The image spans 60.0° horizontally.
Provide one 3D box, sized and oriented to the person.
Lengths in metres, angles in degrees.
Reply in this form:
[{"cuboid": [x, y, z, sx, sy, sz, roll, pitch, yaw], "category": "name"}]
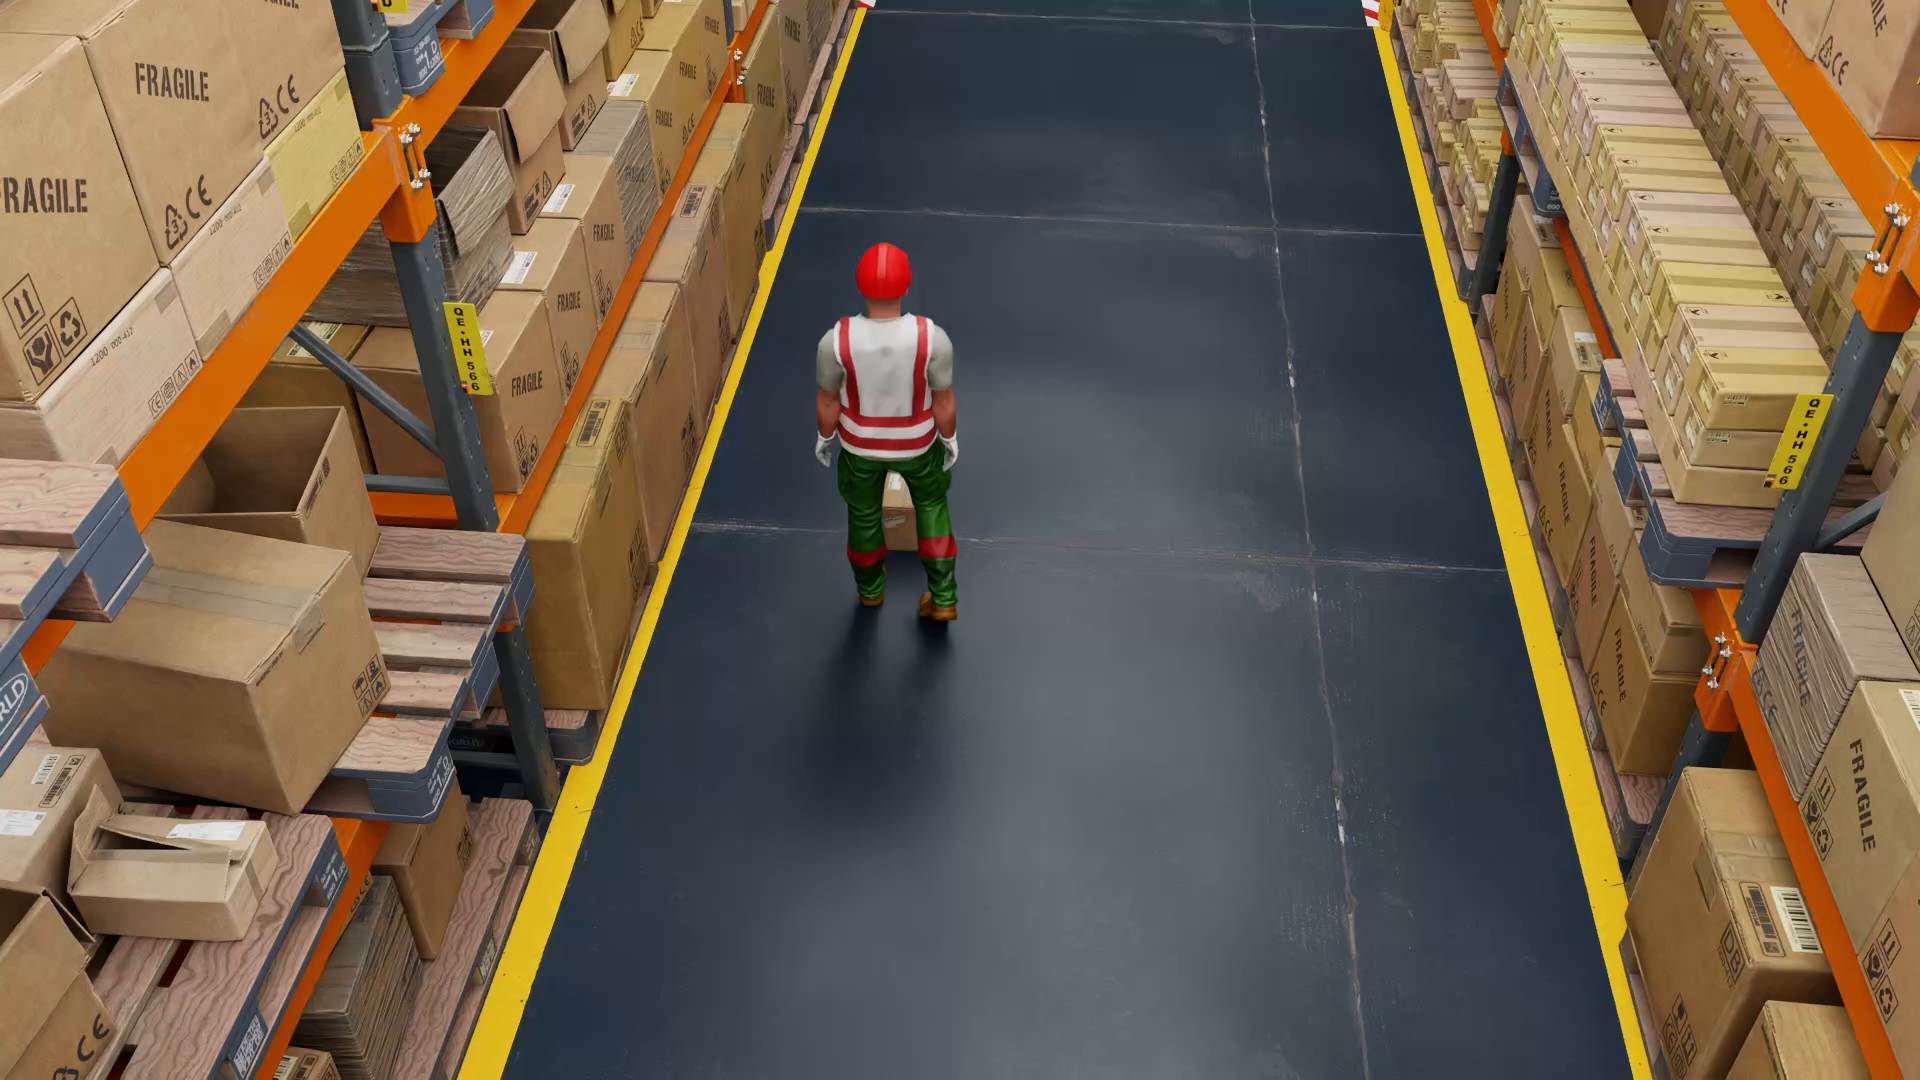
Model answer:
[{"cuboid": [-0.293, -0.420, 6.635, 0.575, 1.790, 0.527, 0, 40, 0], "category": "person"}]
